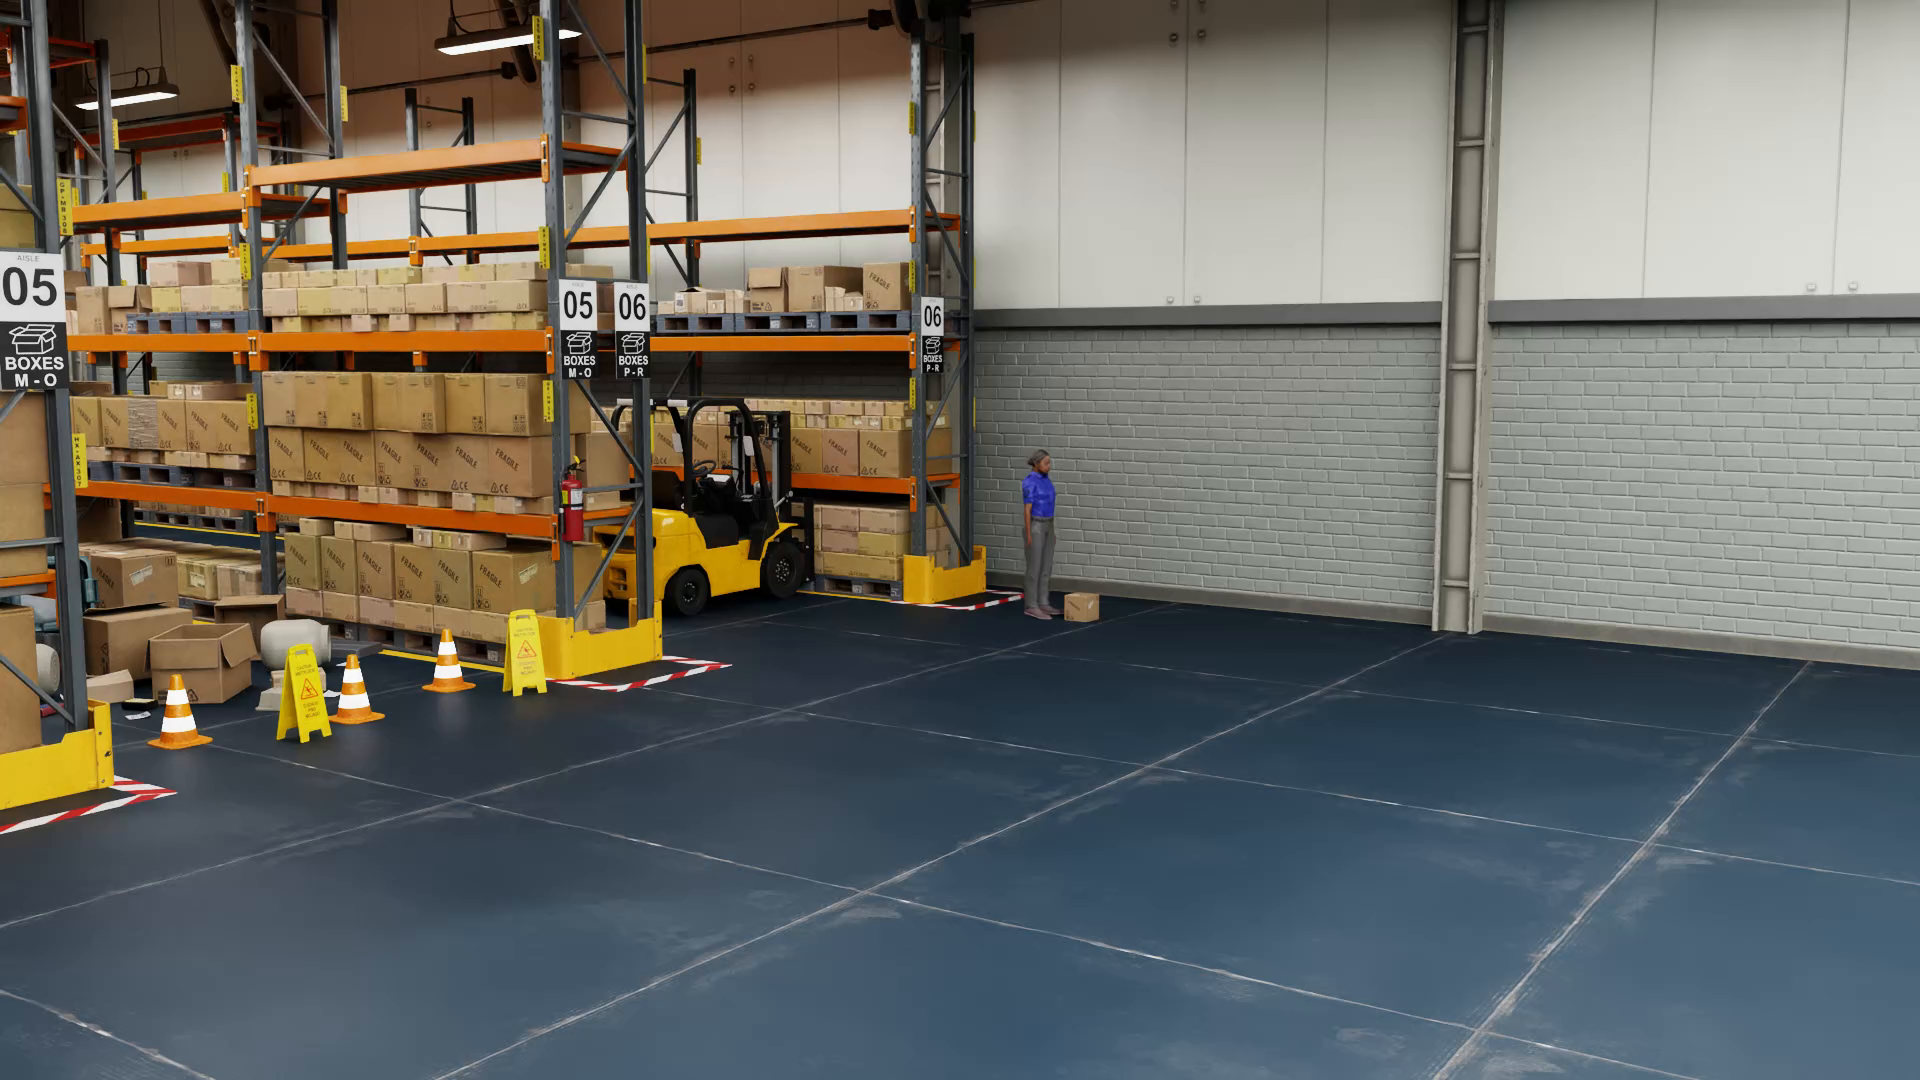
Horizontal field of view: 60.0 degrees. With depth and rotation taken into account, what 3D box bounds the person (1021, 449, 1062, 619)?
[{"bbox_3d":[0.827,-0.066,16.598,0.355,1.678,0.448,4,8,34],"label":"person"}]
